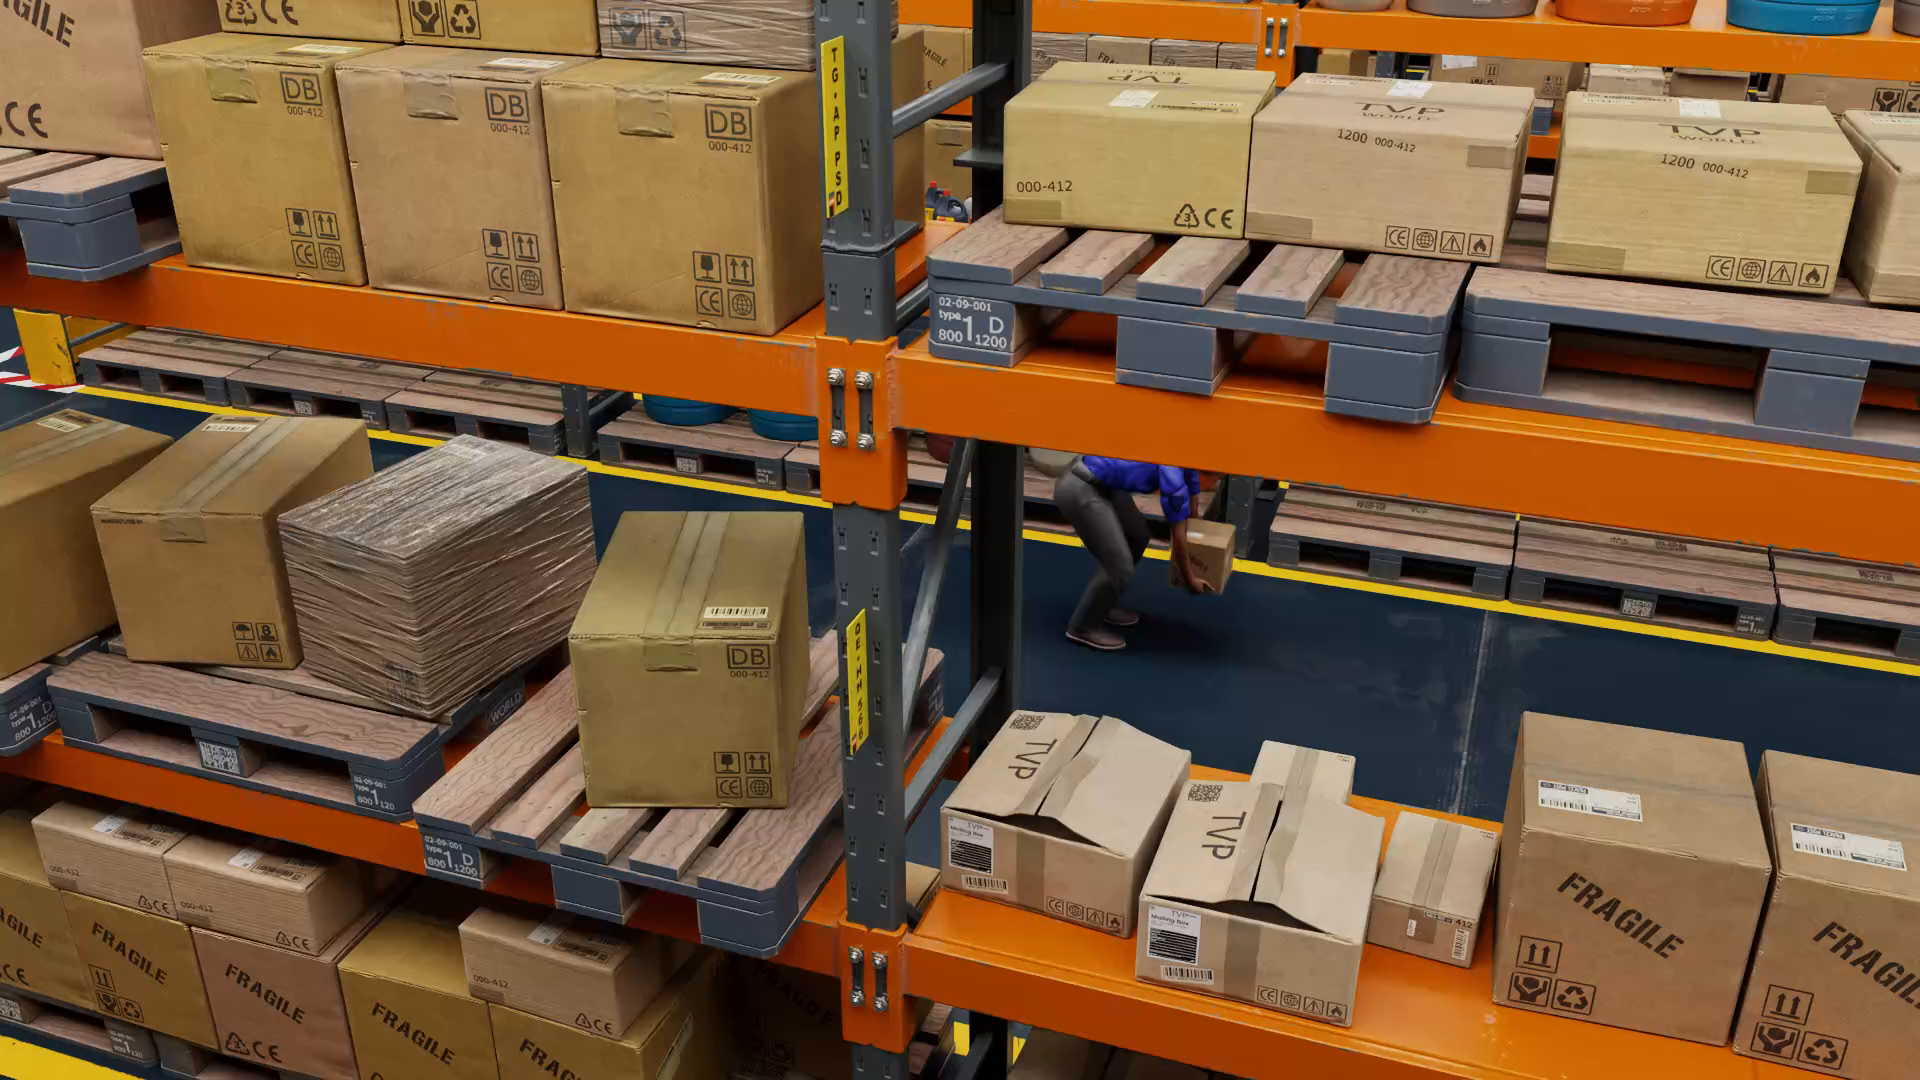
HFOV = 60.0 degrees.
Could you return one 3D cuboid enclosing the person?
[{"bbox_3d":[0.866,-0.033,7.802,0.847,1.124,0.447,8,27,15],"label":"person"}]
